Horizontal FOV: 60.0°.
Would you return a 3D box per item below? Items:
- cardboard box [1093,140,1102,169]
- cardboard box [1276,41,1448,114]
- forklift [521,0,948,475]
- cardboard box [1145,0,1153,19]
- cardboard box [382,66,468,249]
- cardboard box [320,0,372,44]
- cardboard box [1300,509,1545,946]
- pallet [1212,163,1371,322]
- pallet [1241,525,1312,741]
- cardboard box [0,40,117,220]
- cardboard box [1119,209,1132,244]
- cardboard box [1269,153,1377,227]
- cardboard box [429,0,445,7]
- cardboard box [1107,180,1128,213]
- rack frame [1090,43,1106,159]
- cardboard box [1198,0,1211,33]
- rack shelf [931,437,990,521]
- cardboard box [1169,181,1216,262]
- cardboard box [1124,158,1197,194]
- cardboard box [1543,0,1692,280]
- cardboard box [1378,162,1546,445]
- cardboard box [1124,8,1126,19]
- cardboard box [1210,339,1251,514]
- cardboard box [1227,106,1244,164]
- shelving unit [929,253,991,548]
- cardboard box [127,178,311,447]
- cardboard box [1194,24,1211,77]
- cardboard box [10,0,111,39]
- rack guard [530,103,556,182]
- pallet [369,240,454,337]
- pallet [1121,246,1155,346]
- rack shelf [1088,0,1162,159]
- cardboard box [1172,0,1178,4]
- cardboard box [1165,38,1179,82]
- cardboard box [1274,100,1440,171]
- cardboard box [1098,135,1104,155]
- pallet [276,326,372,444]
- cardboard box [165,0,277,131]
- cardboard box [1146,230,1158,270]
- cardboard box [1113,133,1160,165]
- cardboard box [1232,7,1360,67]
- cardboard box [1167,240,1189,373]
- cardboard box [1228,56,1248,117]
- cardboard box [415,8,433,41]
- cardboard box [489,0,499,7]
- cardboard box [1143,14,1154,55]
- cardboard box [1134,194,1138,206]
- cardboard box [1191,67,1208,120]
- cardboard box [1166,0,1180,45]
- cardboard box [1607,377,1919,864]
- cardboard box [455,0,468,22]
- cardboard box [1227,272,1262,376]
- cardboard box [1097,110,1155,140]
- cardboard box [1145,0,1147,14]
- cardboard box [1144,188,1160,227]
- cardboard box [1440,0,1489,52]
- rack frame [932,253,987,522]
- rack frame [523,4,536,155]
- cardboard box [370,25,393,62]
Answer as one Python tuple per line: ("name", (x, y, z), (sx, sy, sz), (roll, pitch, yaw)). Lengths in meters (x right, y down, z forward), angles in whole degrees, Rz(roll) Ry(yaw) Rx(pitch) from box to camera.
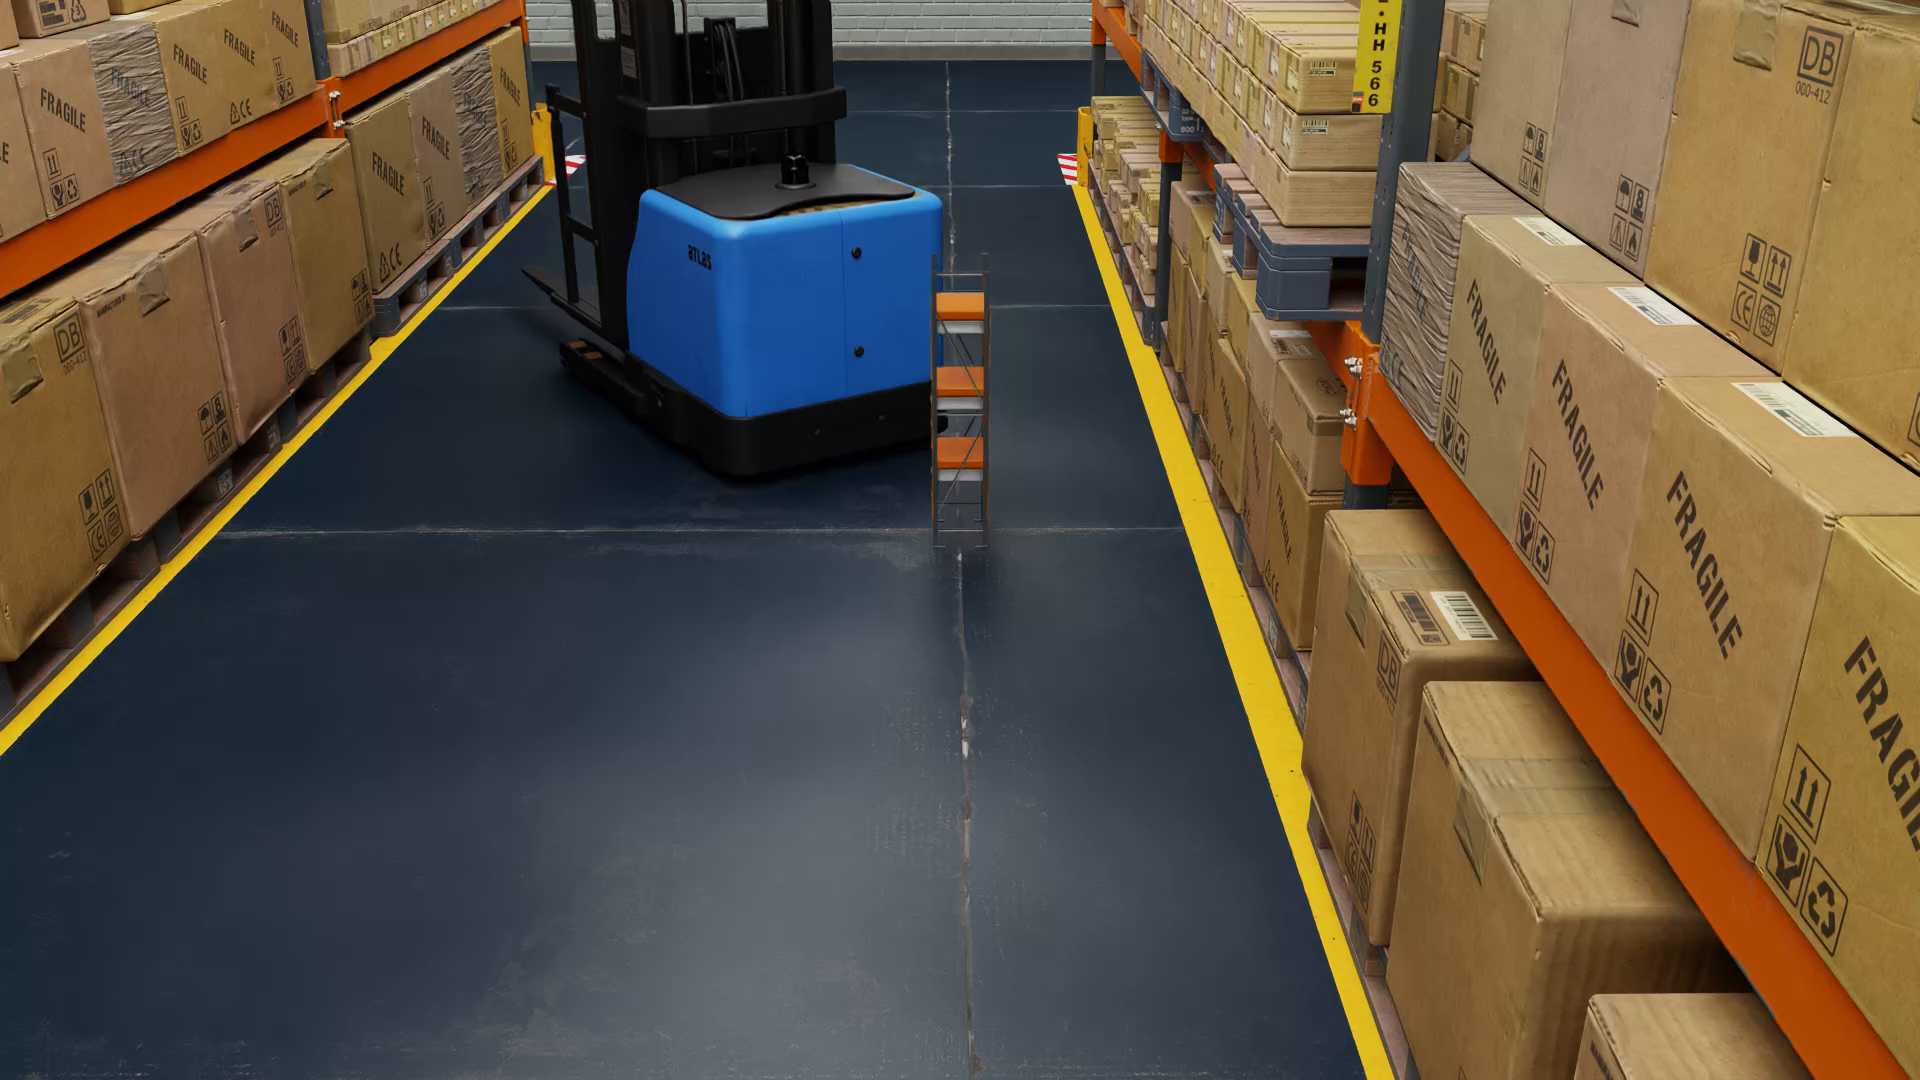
("cardboard box", (1.114, -2.644, 11.405), (0.380, 0.149, 0.250), (0, 24, 1))
("cardboard box", (1.052, -1.220, 4.380), (0.380, 0.149, 0.250), (-1, 24, -3))
("forklift", (-1.269, -2.153, 7.455), (1.130, 2.935, 3.031), (-15, 28, -29))
("cardboard box", (1.016, -2.368, 7.280), (0.380, 0.149, 0.250), (0, 24, 0))
("cardboard box", (-3.426, -2.206, 9.556), (0.875, 0.875, 0.875), (0, 24, -1))
("cardboard box", (-3.232, -2.602, 8.183), (0.500, 0.250, 0.500), (-1, 24, -2))
("cardboard box", (1.432, 0.413, 3.917), (1.050, 0.750, 0.750), (-1, 24, -1))
("pallet", (1.401, -0.878, 4.783), (1.213, 0.211, 1.003), (0, 24, -1))
("pallet", (1.509, 0.277, 5.382), (1.003, 0.211, 1.213), (0, 24, -1))
("cardboard box", (-3.195, -1.362, 5.500), (0.500, 0.500, 0.500), (-1, 24, -2))
("cardboard box", (1.116, -1.799, 9.538), (0.380, 0.149, 0.250), (0, 24, -1))
("cardboard box", (1.051, -0.950, 4.506), (0.380, 0.149, 0.250), (0, 24, 0))
("cardboard box", (-3.241, -3.223, 9.558), (0.500, 0.250, 0.500), (0, 24, 0))
("cardboard box", (1.115, -2.120, 10.248), (0.380, 0.149, 0.250), (-1, 24, -3))
("rack frame", (1.428, -3.968, 11.384), (1.000, 3.000, 0.127), (0, 24, -1))
("cardboard box", (1.038, -1.860, 5.796), (0.380, 0.149, 0.250), (0, 24, 1))
("rack shelf", (-0.001, -0.238, 6.201), (0.215, 0.259, 0.240), (0, 24, -1))
("cardboard box", (1.216, -1.409, 7.338), (0.500, 0.250, 0.500), (-1, 24, -3))
("cardboard box", (1.135, -2.055, 9.382), (0.380, 0.149, 0.250), (-1, 24, -3))
("cardboard box", (1.517, -0.780, 2.999), (0.700, 0.500, 0.500), (-1, 24, -1))
("cardboard box", (1.251, -0.531, 3.663), (0.500, 0.500, 0.500), (0, 24, 0))
("cardboard box", (1.190, -3.183, 9.953), (0.380, 0.149, 0.250), (-1, 24, -2))
("cardboard box", (1.223, -0.426, 6.076), (0.500, 0.500, 0.500), (-1, 24, -3))
("cardboard box", (1.047, -1.261, 5.194), (0.380, 0.149, 0.250), (-1, 24, -1))
("shelving unit", (-0.001, -0.500, 6.082), (0.215, 1.050, 0.252), (0, 24, -1))
("cardboard box", (-3.451, -0.931, 6.737), (1.225, 0.875, 0.875), (-1, 24, -2))
("cardboard box", (1.035, -1.724, 5.856), (0.380, 0.149, 0.250), (-1, 24, -2))
("cardboard box", (-3.455, -2.040, 5.782), (0.797, 0.503, 0.637), (1, 24, 1))
("rack guard", (-3.533, -2.859, 11.964), (1.175, 0.500, 0.348), (0, 24, -1))
("pallet", (-3.419, -1.383, 9.051), (1.003, 0.211, 1.213), (0, 24, -1))
("pallet", (1.429, -1.326, 8.926), (1.003, 0.211, 1.213), (0, 24, -1))
("rack shelf", (1.450, -2.817, 9.710), (1.077, 0.370, 4.000), (0, 24, -1))
("cardboard box", (1.026, -2.180, 6.504), (0.380, 0.149, 0.250), (-1, 24, -1))
("cardboard box", (1.026, -1.912, 6.633), (0.380, 0.149, 0.250), (0, 24, 0))
("cardboard box", (1.055, -1.086, 4.445), (0.380, 0.149, 0.250), (0, 24, 1))
("cardboard box", (1.124, -2.666, 11.094), (0.380, 0.149, 0.250), (0, 24, -1))
("pallet", (-3.405, -0.751, 7.655), (1.003, 0.211, 1.213), (0, 24, -1))
("cardboard box", (-3.212, -1.990, 6.888), (0.500, 0.500, 0.500), (0, 24, 1))
("cardboard box", (1.151, -1.476, 8.464), (0.380, 0.149, 0.250), (0, 24, 0))
("cardboard box", (1.128, -2.372, 10.083), (0.380, 0.149, 0.250), (0, 24, 0))
("cardboard box", (1.042, -1.541, 5.091), (0.380, 0.149, 0.250), (0, 24, 1))
("cardboard box", (1.215, -1.067, 7.493), (0.500, 0.500, 0.500), (1, 24, 1))
("cardboard box", (1.043, -1.407, 5.156), (0.380, 0.149, 0.250), (0, 24, 0))
("cardboard box", (-3.174, -2.883, 9.288), (0.380, 0.149, 0.250), (0, 24, 0))
("cardboard box", (-3.193, -3.517, 10.691), (0.380, 0.149, 0.250), (0, 24, 0))
("cardboard box", (1.016, -2.233, 7.342), (0.380, 0.149, 0.250), (-1, 24, -3))
("cardboard box", (1.188, -1.907, 9.415), (0.380, 0.149, 0.250), (0, 24, 1))
("cardboard box", (1.036, -1.591, 5.923), (0.380, 0.149, 0.250), (-1, 24, -3))
("cardboard box", (1.028, -2.048, 6.572), (0.380, 0.149, 0.250), (-1, 24, -3))
("cardboard box", (1.267, 0.091, 2.287), (0.500, 0.500, 0.500), (-1, 24, -1))
("cardboard box", (-3.183, -3.200, 9.991), (0.380, 0.149, 0.250), (0, 24, 0))
("cardboard box", (1.240, -0.764, 5.913), (0.500, 0.250, 0.500), (0, 24, 1))
("cardboard box", (1.092, -2.697, 10.801), (0.380, 0.149, 0.250), (0, 24, -1))
("cardboard box", (1.184, -2.699, 8.096), (0.500, 0.500, 0.500), (0, 24, 0))
("cardboard box", (1.165, -1.734, 8.672), (0.380, 0.149, 0.250), (0, 24, 0))
("cardboard box", (1.693, -1.644, 5.317), (0.380, 0.149, 0.250), (1, 24, 2))
("rack frame", (-0.002, -0.551, 6.194), (0.200, 1.050, 0.008), (0, 24, -1))
("rack frame", (-3.532, -3.988, 11.427), (1.000, 3.000, 0.127), (0, 24, -1))
("cardboard box", (-3.166, -2.565, 8.587), (0.380, 0.149, 0.250), (1, 24, 1))
